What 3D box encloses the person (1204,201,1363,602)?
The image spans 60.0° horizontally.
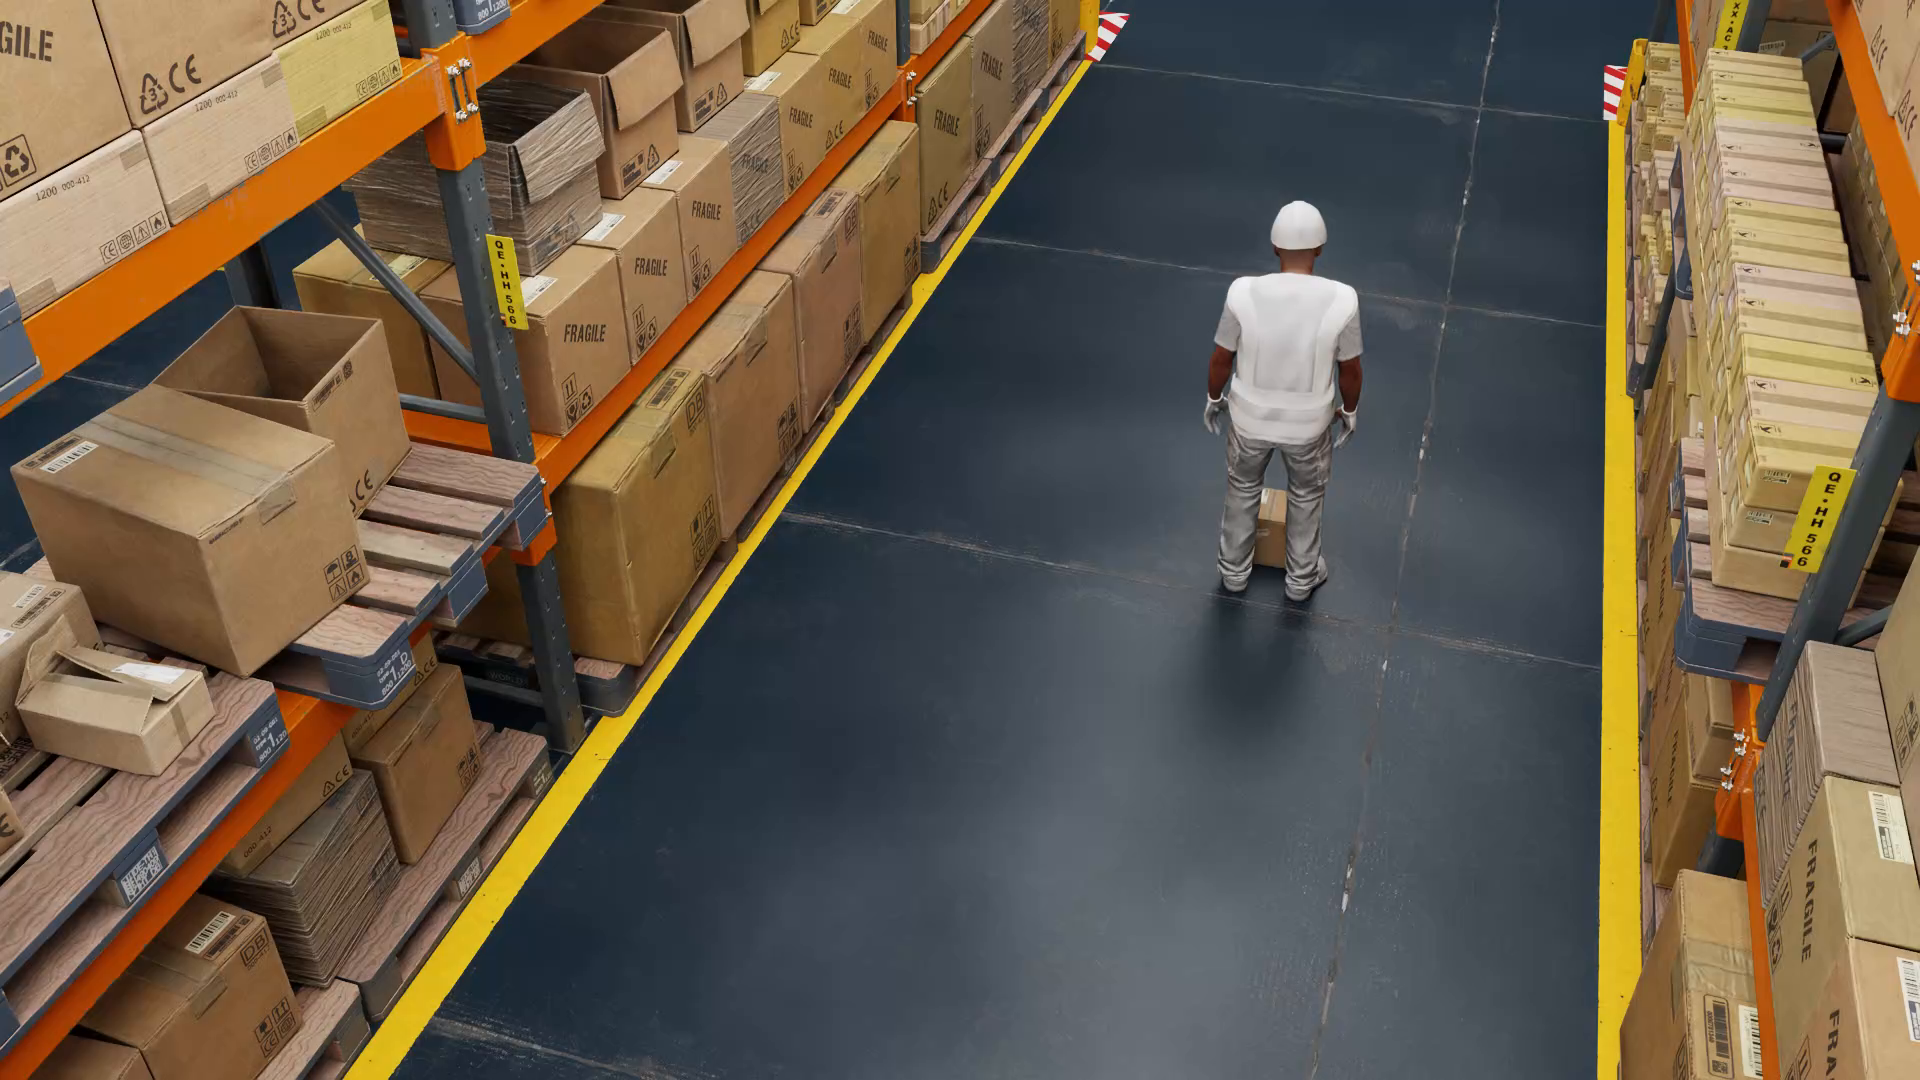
[{"bbox_3d":[1.324,-0.536,6.860,0.625,1.773,0.452,8,38,11],"label":"person"}]
